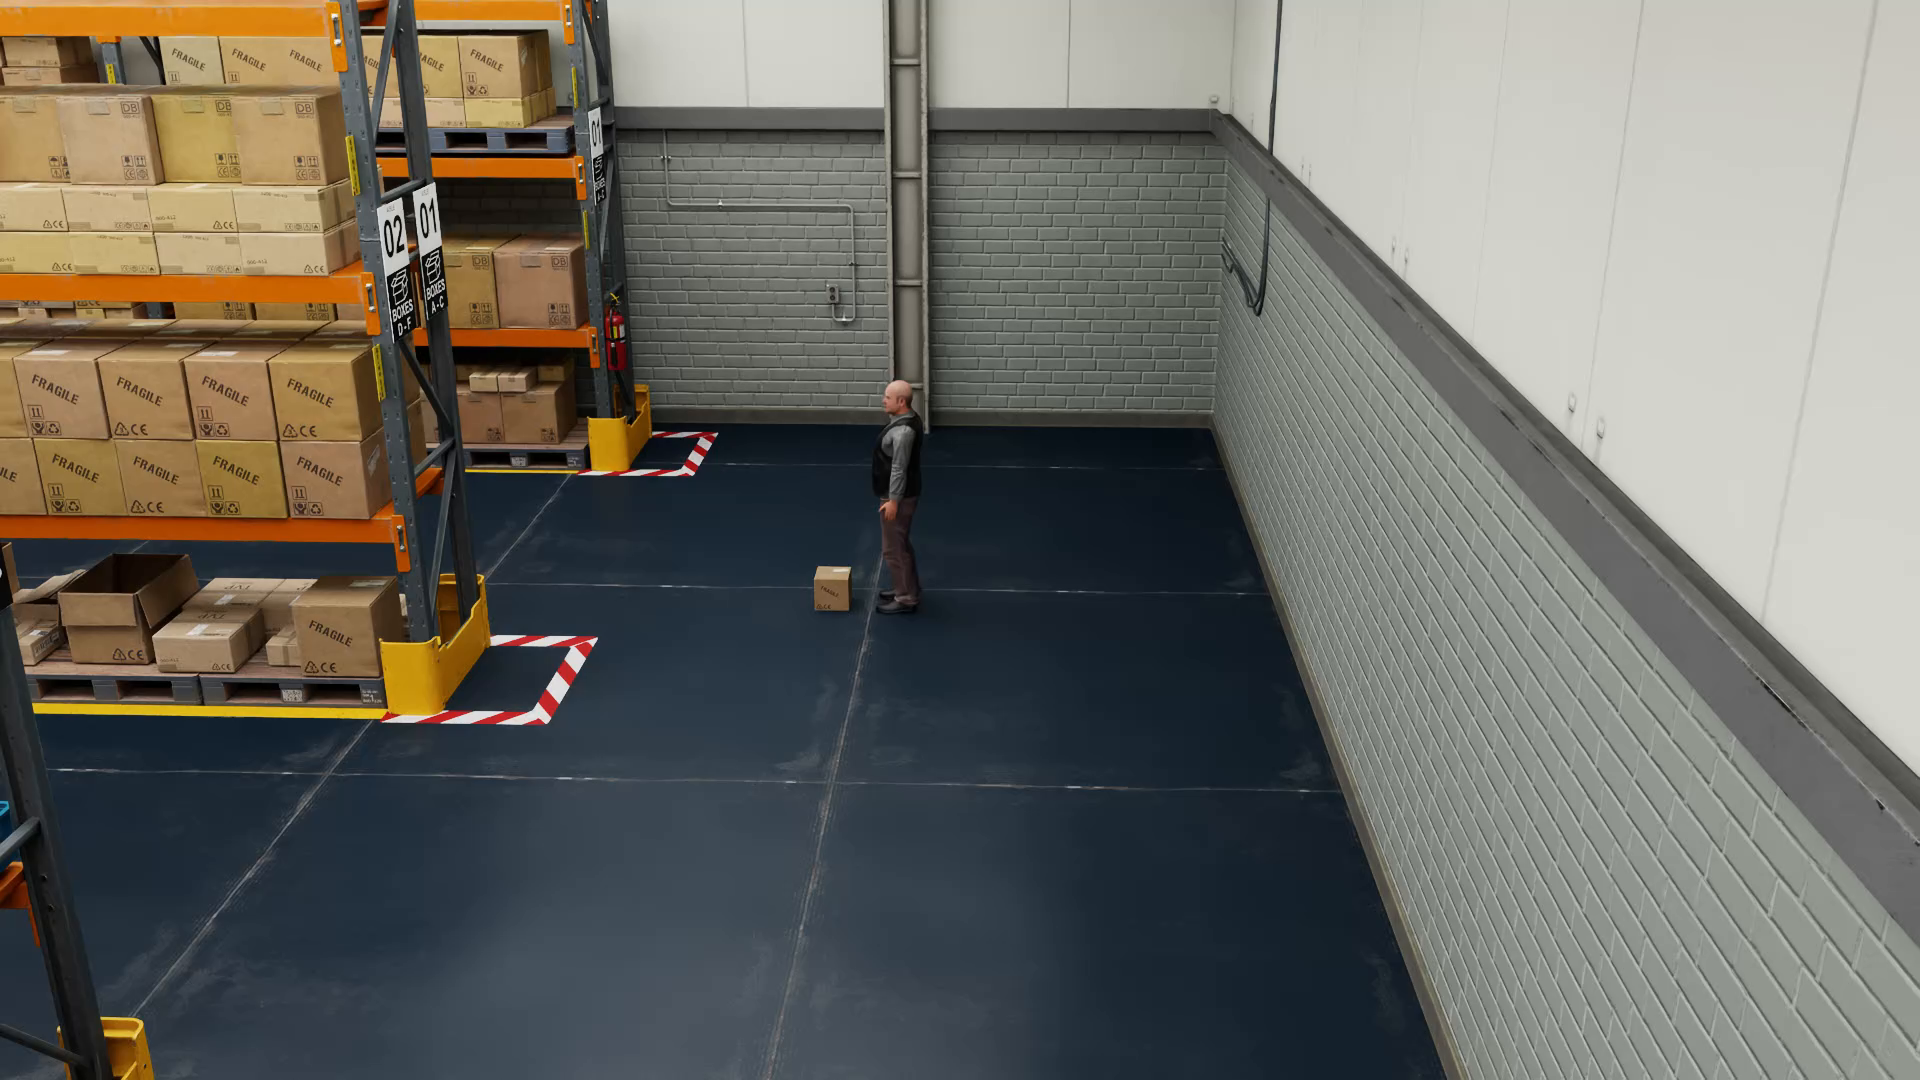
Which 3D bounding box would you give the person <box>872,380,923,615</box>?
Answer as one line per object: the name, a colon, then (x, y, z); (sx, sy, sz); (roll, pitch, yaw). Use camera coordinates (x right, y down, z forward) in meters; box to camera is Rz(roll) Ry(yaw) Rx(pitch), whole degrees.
person: (-0.448, -0.268, 11.976); (0.360, 1.617, 0.532); (1, 21, 3)
